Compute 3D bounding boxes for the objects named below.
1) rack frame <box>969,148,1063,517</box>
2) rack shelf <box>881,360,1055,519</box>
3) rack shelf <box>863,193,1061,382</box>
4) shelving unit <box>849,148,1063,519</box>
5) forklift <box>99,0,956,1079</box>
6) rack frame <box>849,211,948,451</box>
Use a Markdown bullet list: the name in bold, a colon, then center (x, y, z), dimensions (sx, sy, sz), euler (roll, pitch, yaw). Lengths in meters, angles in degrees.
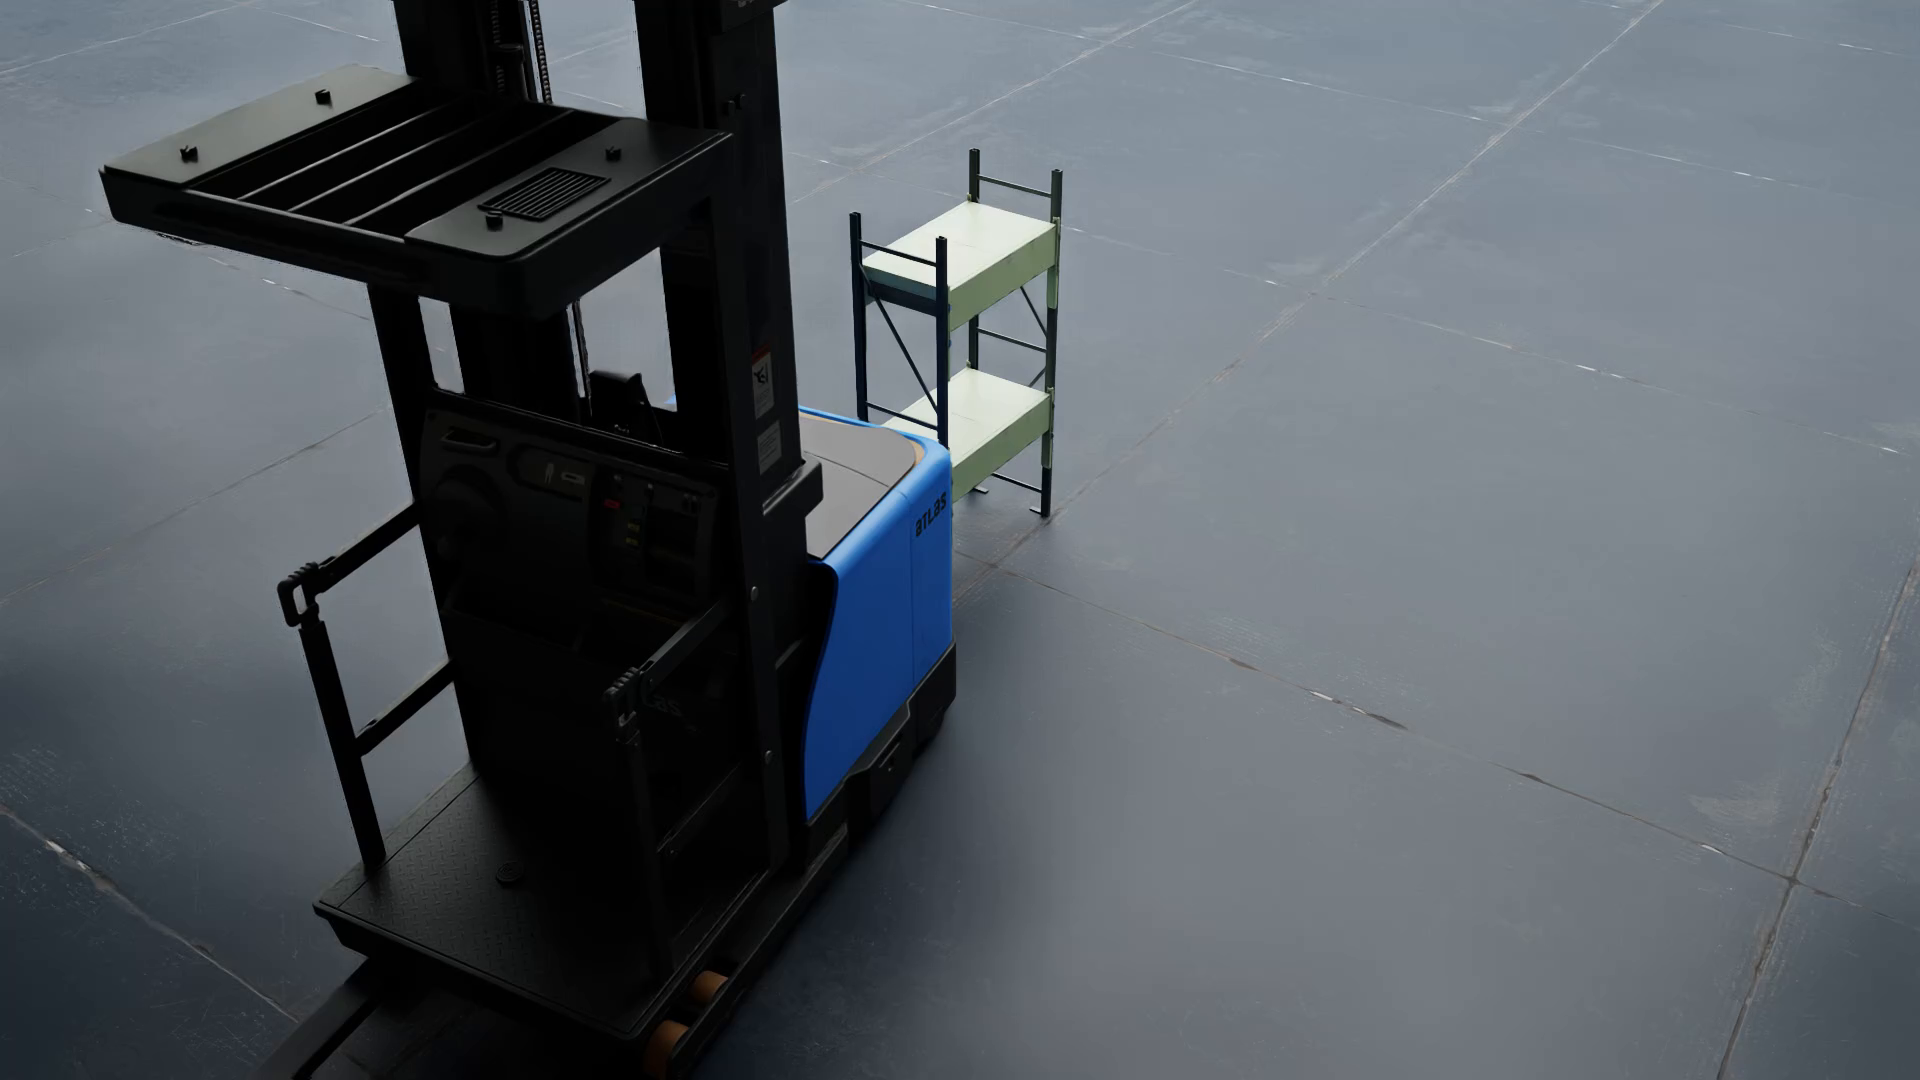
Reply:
- **rack frame**: center (0.205, -0.787, 6.574), dimensions (0.400, 1.500, 0.023), euler (21, 39, 28)
- **rack shelf**: center (-0.004, -0.348, 6.508), dimensions (0.431, 0.370, 0.720), euler (21, 39, 28)
- **rack shelf**: center (-0.004, -0.941, 6.107), dimensions (0.431, 0.370, 0.720), euler (21, 39, 28)
- **shelving unit**: center (-0.004, -0.618, 6.325), dimensions (0.431, 1.500, 0.755), euler (21, 39, 28)
- **forklift**: center (-1.114, -0.014, 4.155), dimensions (1.130, 2.935, 3.031), euler (15, 37, 21)
- **rack frame**: center (-0.212, -0.450, 6.076), dimensions (0.400, 1.500, 0.023), euler (21, 39, 28)
